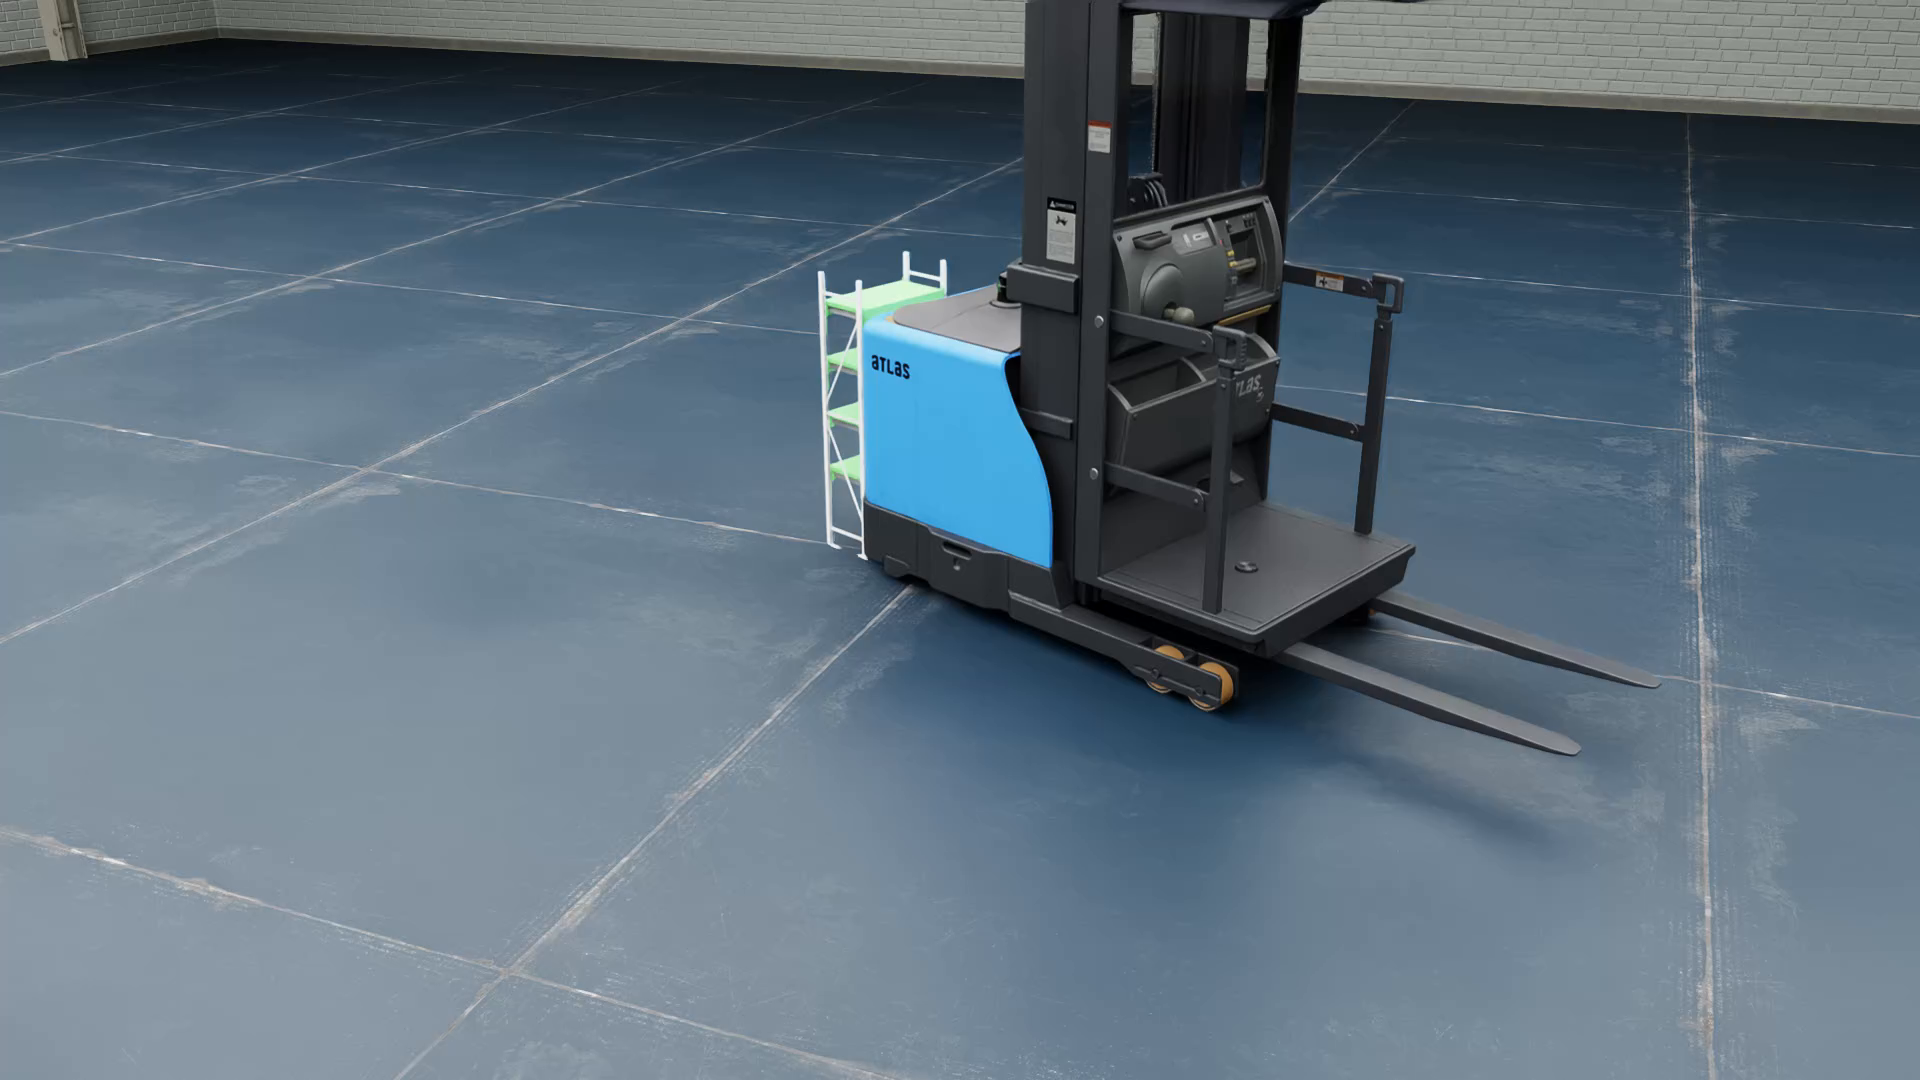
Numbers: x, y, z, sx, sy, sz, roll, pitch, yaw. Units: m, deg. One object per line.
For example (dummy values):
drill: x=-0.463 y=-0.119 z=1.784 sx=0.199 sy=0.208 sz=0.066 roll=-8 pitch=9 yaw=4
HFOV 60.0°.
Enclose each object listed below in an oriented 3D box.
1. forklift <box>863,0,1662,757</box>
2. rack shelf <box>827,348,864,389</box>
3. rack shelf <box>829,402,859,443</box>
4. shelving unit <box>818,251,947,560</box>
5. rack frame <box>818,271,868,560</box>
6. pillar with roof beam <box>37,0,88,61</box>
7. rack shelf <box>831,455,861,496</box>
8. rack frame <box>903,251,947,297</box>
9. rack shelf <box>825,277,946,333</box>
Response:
forklift: x=1.013 y=-0.982 z=5.798 sx=3.031 sy=2.935 sz=1.130 roll=20 pitch=30 yaw=39
rack shelf: x=-0.315 y=-0.735 z=6.995 sx=0.258 sy=0.148 sz=0.480 roll=20 pitch=30 yaw=39
rack shelf: x=-0.315 y=-0.513 z=7.088 sx=0.258 sy=0.148 sz=0.480 roll=20 pitch=30 yaw=39
shelving unit: x=-0.315 y=-0.572 z=7.063 sx=0.258 sy=1.200 sz=0.503 roll=20 pitch=30 yaw=39
rack frame: x=-0.482 y=-0.503 z=6.898 sx=0.240 sy=1.200 sz=0.015 roll=20 pitch=30 yaw=39
pillar with roof beam: x=-8.652 y=-10.365 z=20.389 sx=9.100 sy=9.000 sz=0.400 roll=9 pitch=24 yaw=20
rack shelf: x=-0.315 y=-0.292 z=7.180 sx=0.258 sy=0.148 sz=0.480 roll=20 pitch=30 yaw=39
rack frame: x=-0.149 y=-0.641 z=7.228 sx=0.240 sy=1.200 sz=0.015 roll=20 pitch=30 yaw=39
rack shelf: x=-0.315 y=-0.956 z=6.903 sx=0.258 sy=0.148 sz=0.480 roll=20 pitch=30 yaw=39
